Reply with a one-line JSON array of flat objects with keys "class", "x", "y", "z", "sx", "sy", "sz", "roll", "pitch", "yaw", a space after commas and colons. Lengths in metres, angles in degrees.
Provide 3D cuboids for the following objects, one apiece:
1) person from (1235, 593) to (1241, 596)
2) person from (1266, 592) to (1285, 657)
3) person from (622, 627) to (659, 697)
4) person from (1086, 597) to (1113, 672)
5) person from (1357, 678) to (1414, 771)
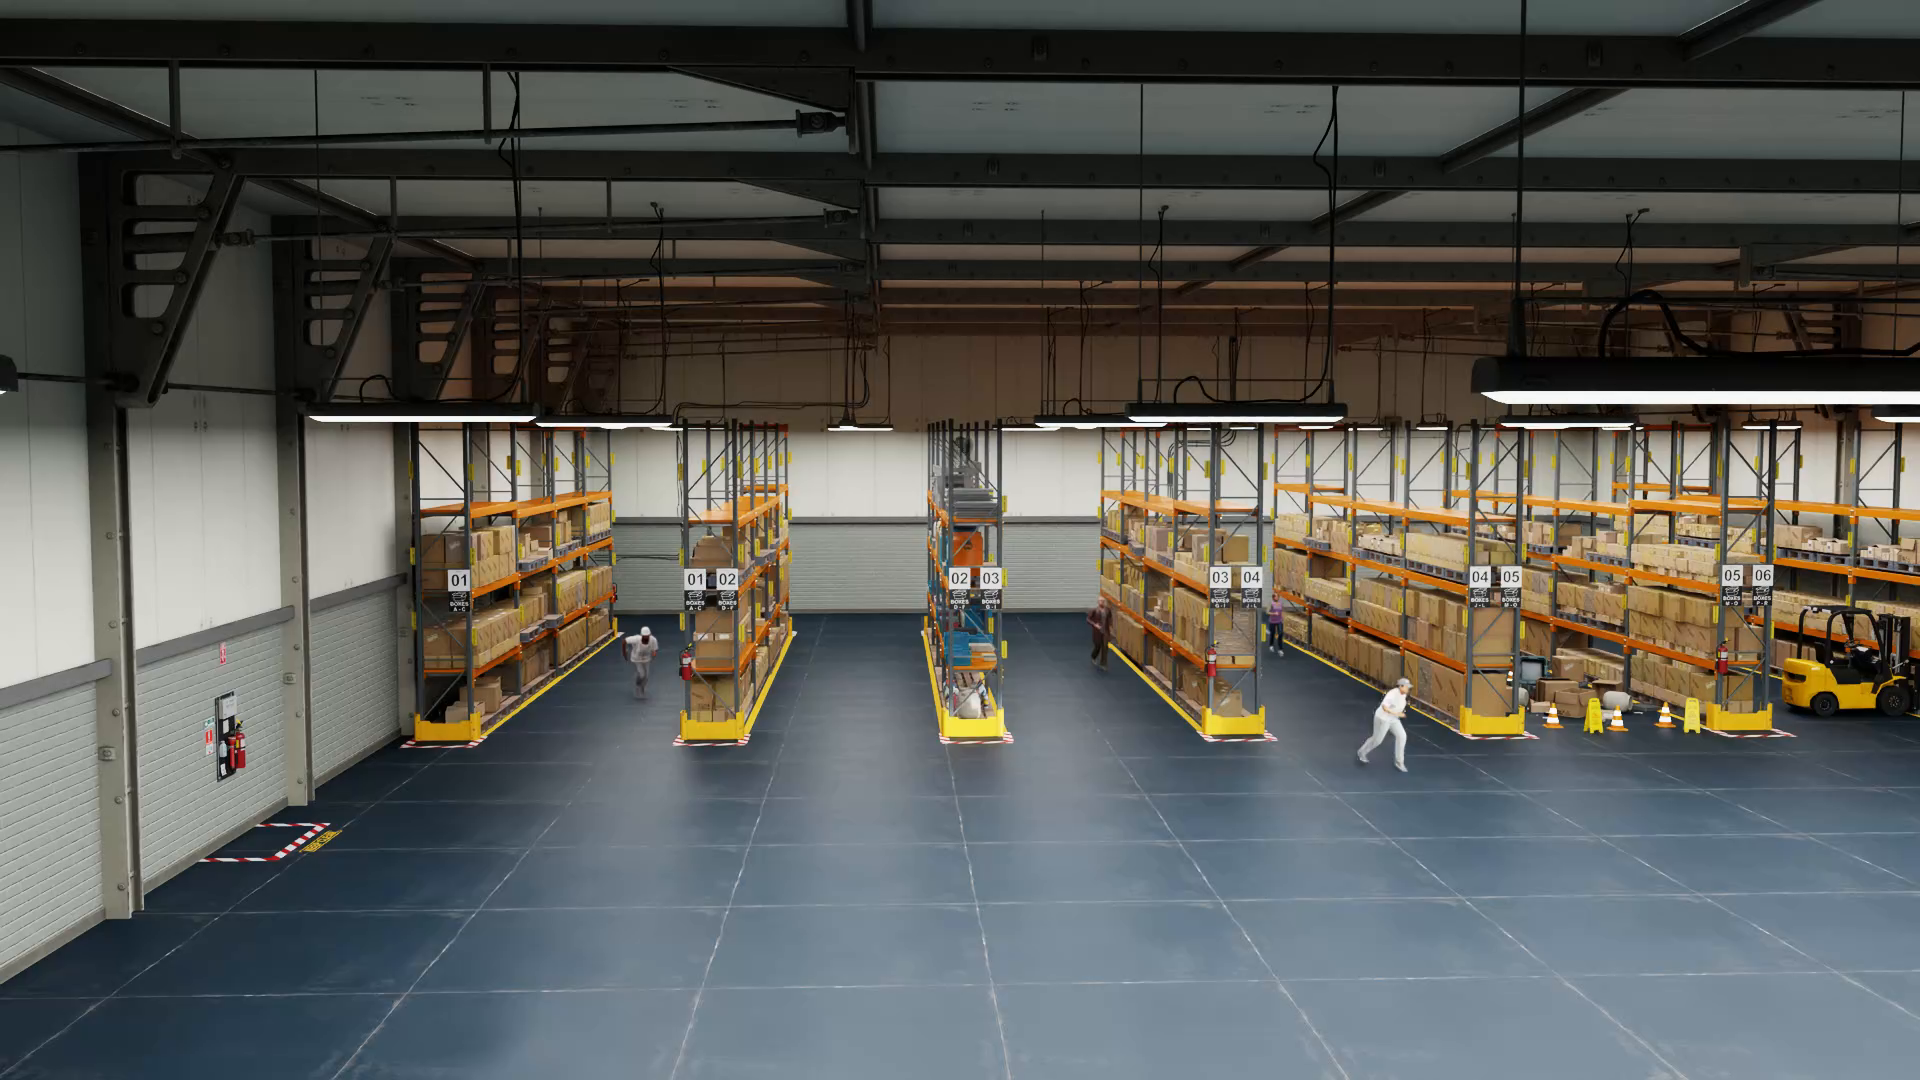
[{"class": "person", "x": 7.689, "y": 1.868, "z": 46.760, "sx": 0.684, "sy": 1.708, "sz": 0.697, "roll": 0, "pitch": 4, "yaw": 8}, {"class": "person", "x": 8.149, "y": 2.154, "z": 42.962, "sx": 0.531, "sy": 1.622, "sz": 0.825, "roll": 0, "pitch": 4, "yaw": -3}, {"class": "person", "x": -6.868, "y": 2.634, "z": 35.732, "sx": 0.739, "sy": 1.578, "sz": 0.896, "roll": -2, "pitch": 4, "yaw": -29}, {"class": "person", "x": 3.404, "y": 2.258, "z": 40.359, "sx": 0.713, "sy": 1.776, "sz": 0.954, "roll": -1, "pitch": 4, "yaw": -11}, {"class": "person", "x": 7.296, "y": 3.142, "z": 28.499, "sx": 1.032, "sy": 1.622, "sz": 0.649, "roll": 3, "pitch": 5, "yaw": 43}]
